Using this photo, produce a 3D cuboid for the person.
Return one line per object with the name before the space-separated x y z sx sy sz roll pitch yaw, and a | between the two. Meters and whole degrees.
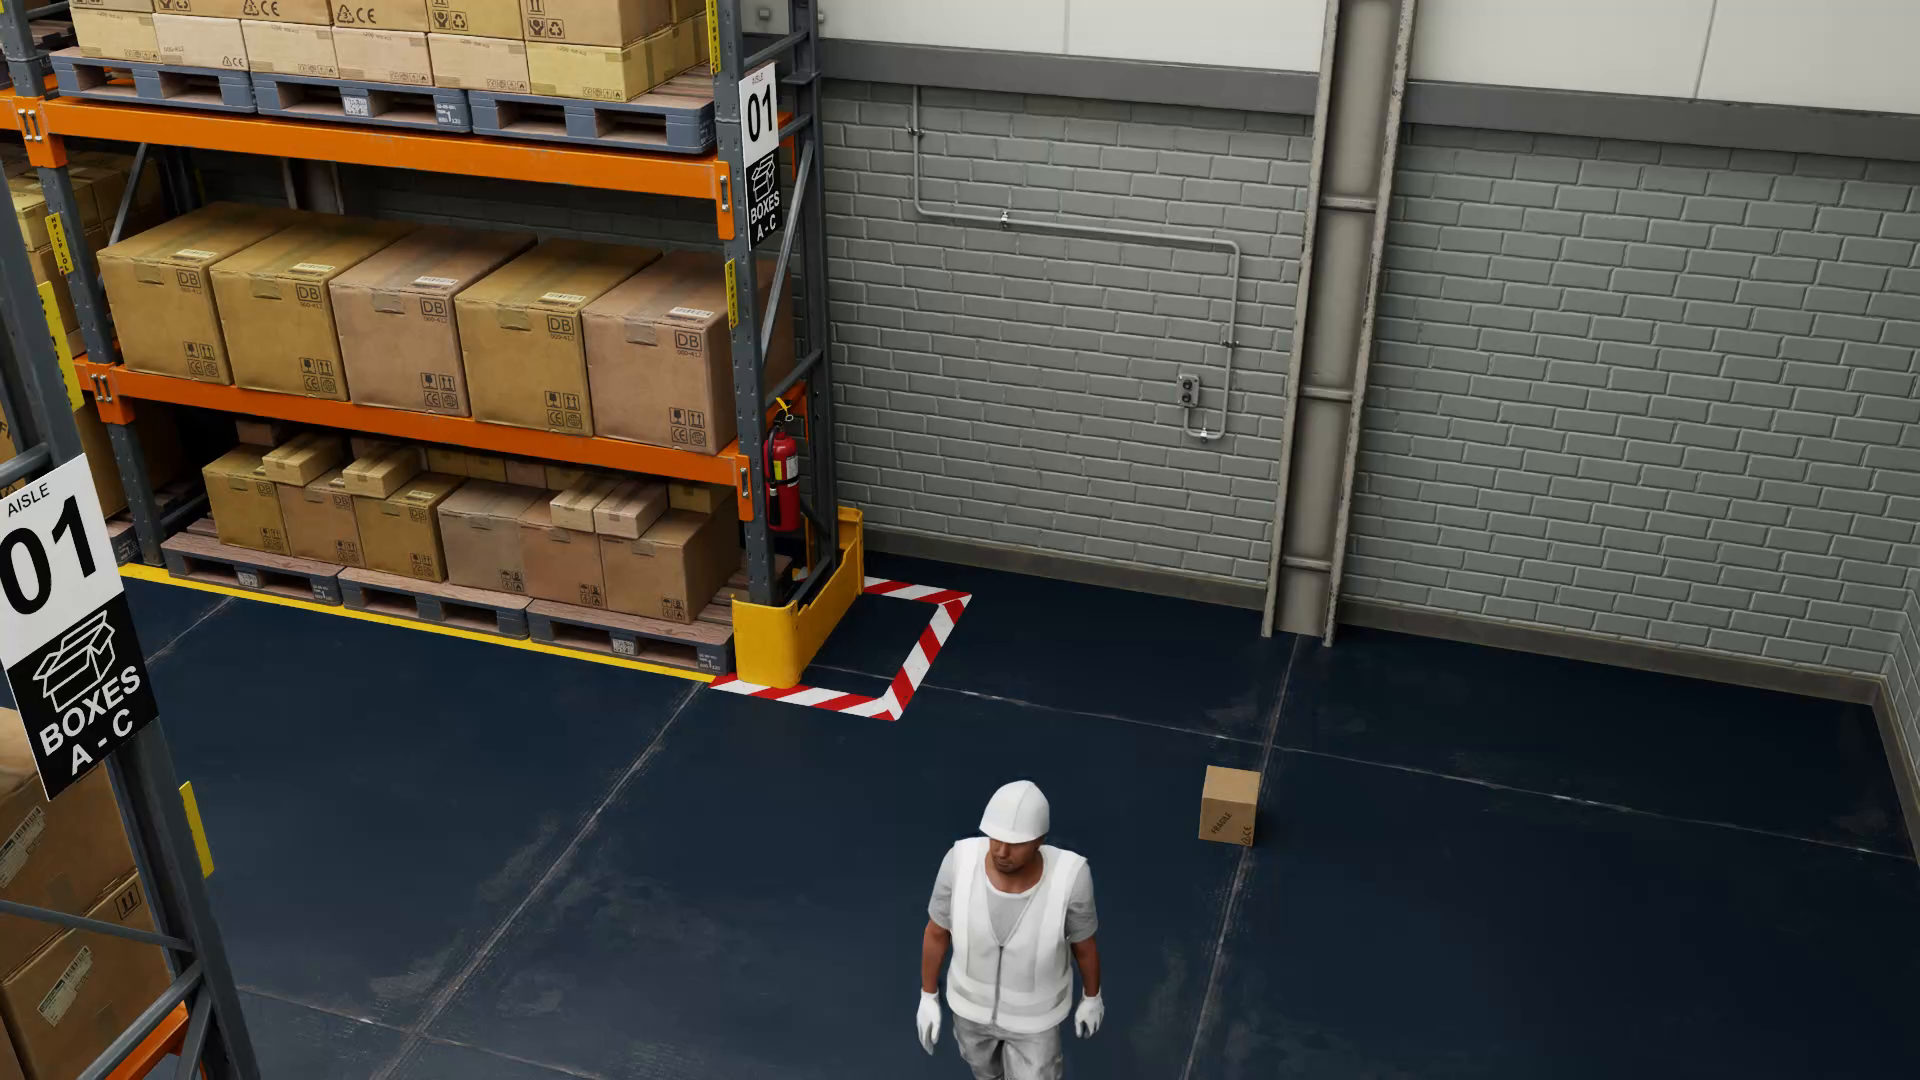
person | 0.147 1.618 5.586 0.601 1.832 0.706 9 30 16
